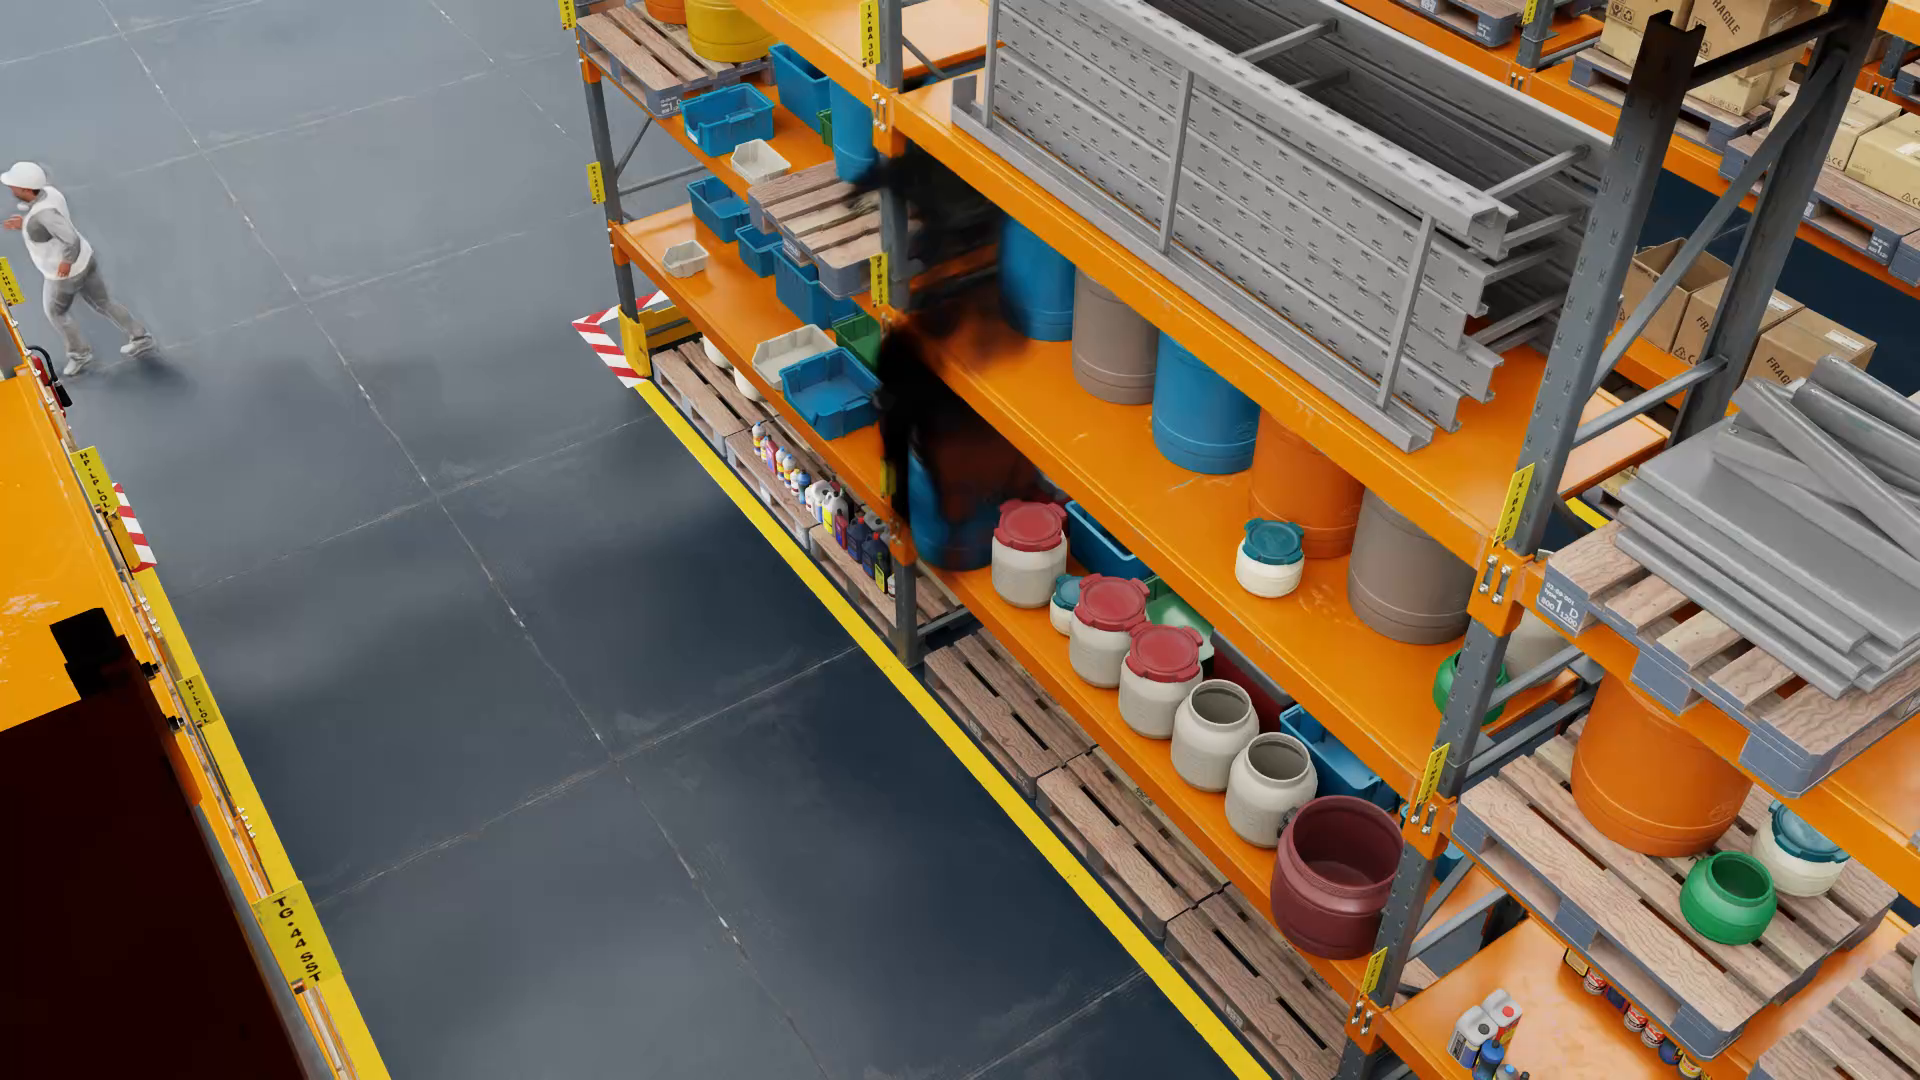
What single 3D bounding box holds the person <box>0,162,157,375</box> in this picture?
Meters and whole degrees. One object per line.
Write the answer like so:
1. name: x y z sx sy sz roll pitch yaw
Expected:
1. person: -6.795 -2.085 12.739 0.782 1.841 0.626 -3 43 -4
